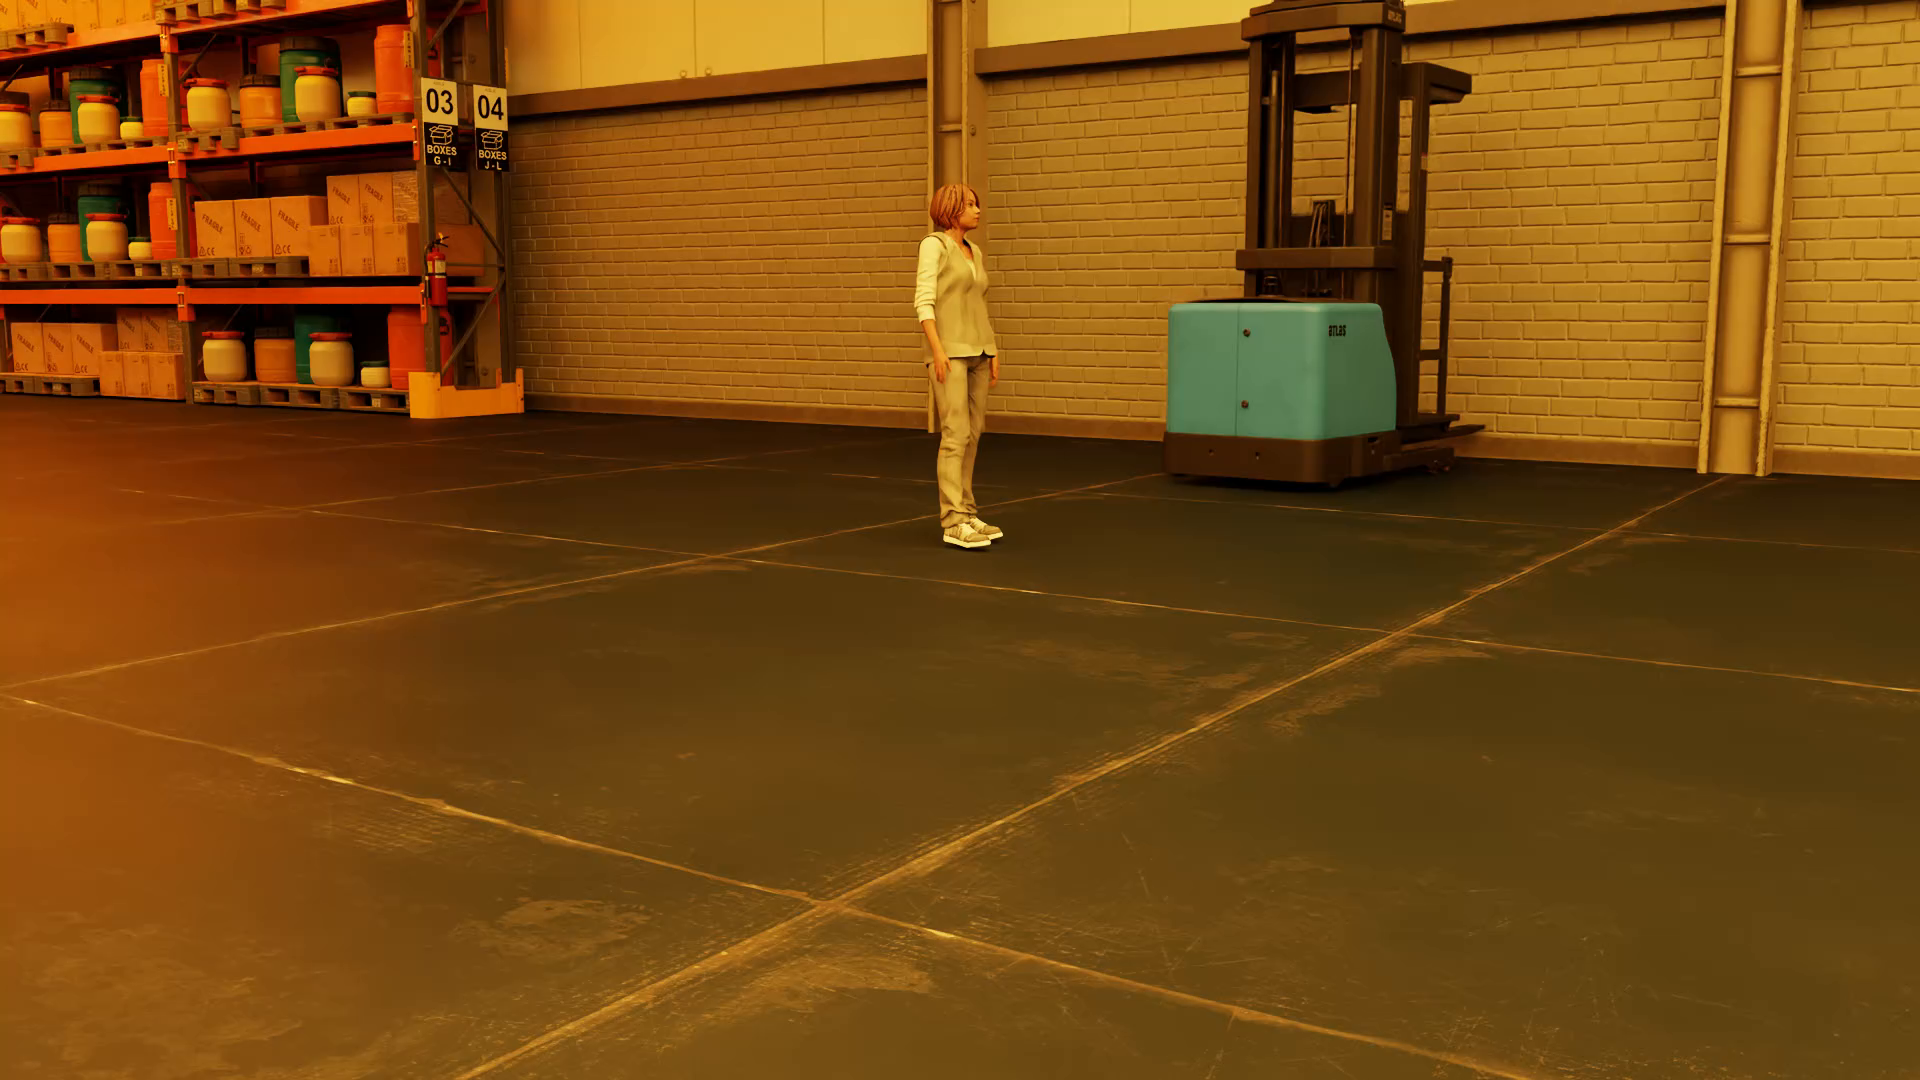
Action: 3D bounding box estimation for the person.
[{"bbox_3d":[0.054,-0.790,7.438,0.473,1.599,0.521,5,10,34],"label":"person"}]

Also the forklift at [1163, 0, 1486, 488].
[{"bbox_3d":[2.530,-1.907,10.600,1.130,2.935,3.031,6,10,38],"label":"forklift"}]
